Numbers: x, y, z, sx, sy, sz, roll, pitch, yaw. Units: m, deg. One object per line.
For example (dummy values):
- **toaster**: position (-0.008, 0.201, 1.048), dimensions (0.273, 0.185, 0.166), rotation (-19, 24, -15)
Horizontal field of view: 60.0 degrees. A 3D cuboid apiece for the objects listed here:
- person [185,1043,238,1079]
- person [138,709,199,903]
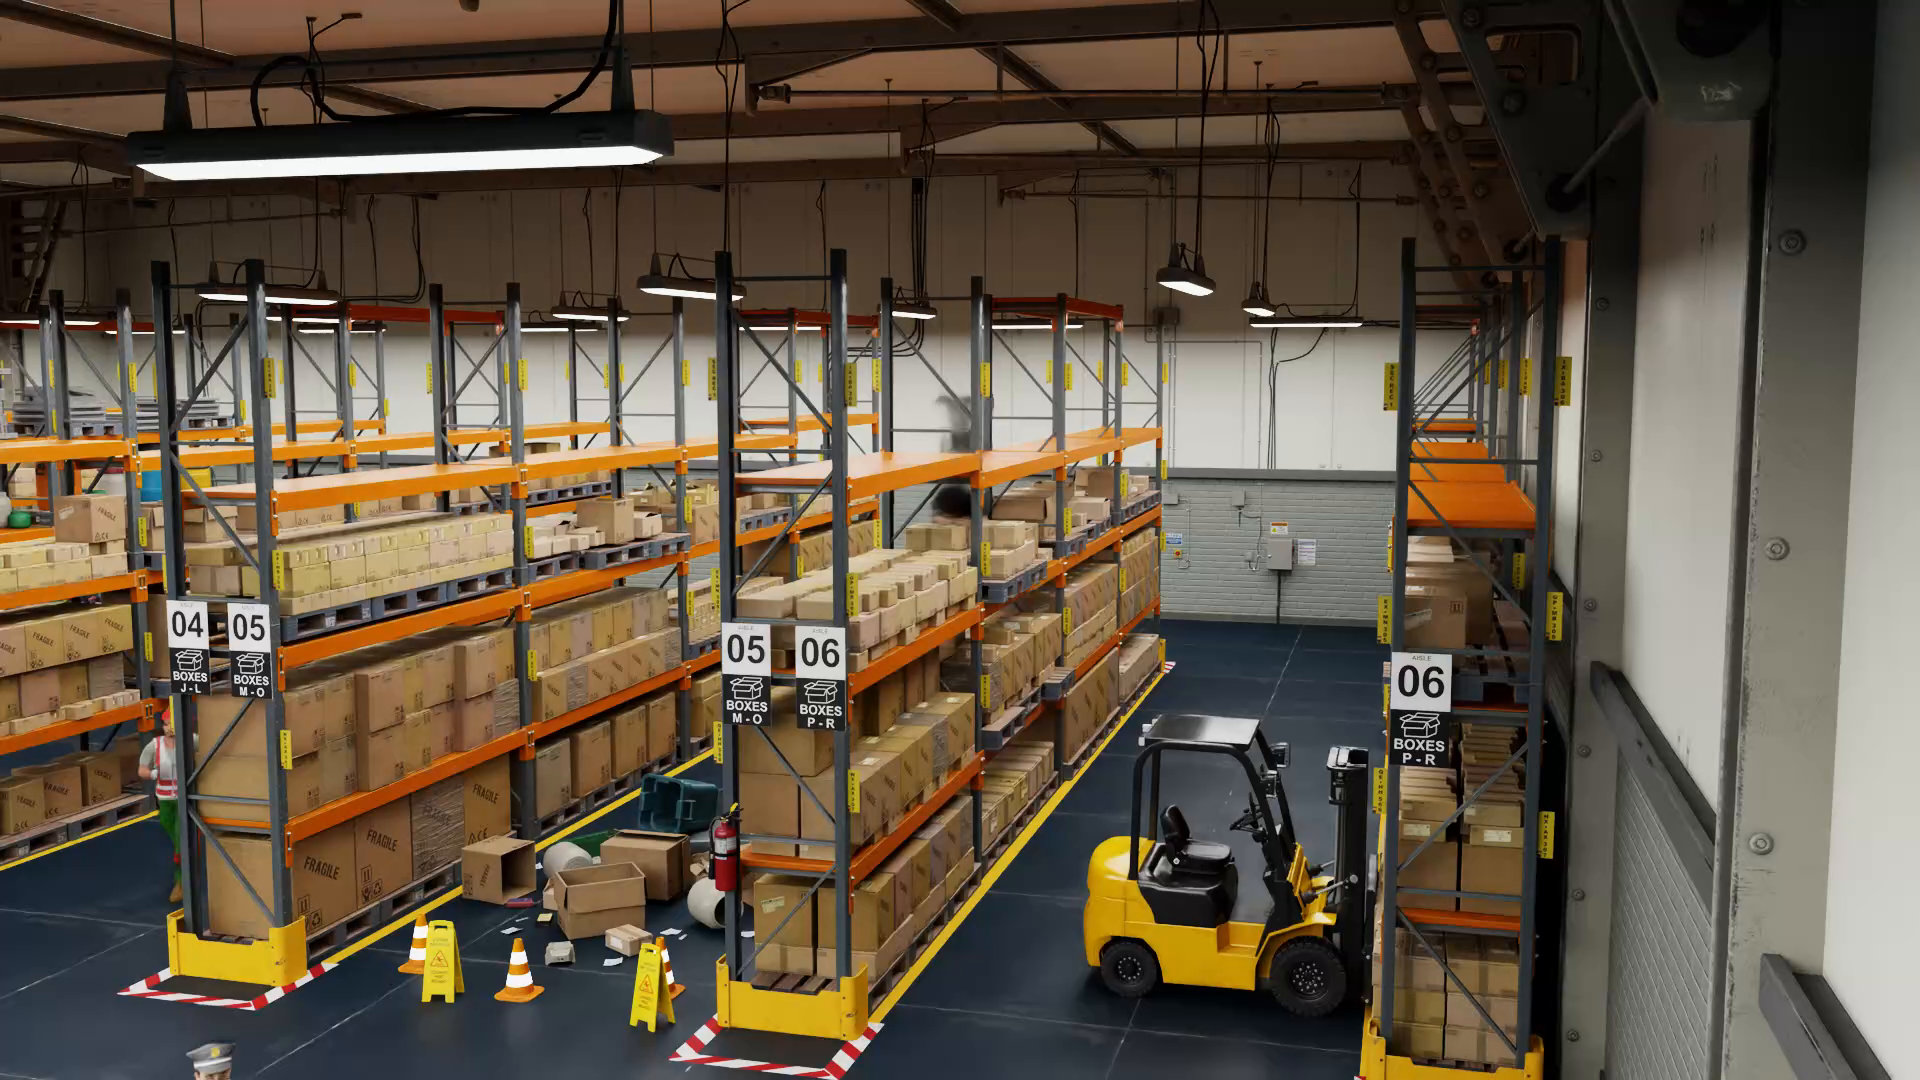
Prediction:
- **person**: position (-3.844, 3.399, 8.622), dimensions (0.589, 1.720, 0.883), rotation (-4, 7, -31)
- **person**: position (-7.658, 2.533, 16.302), dimensions (0.652, 1.825, 0.905), rotation (-1, 6, -8)
